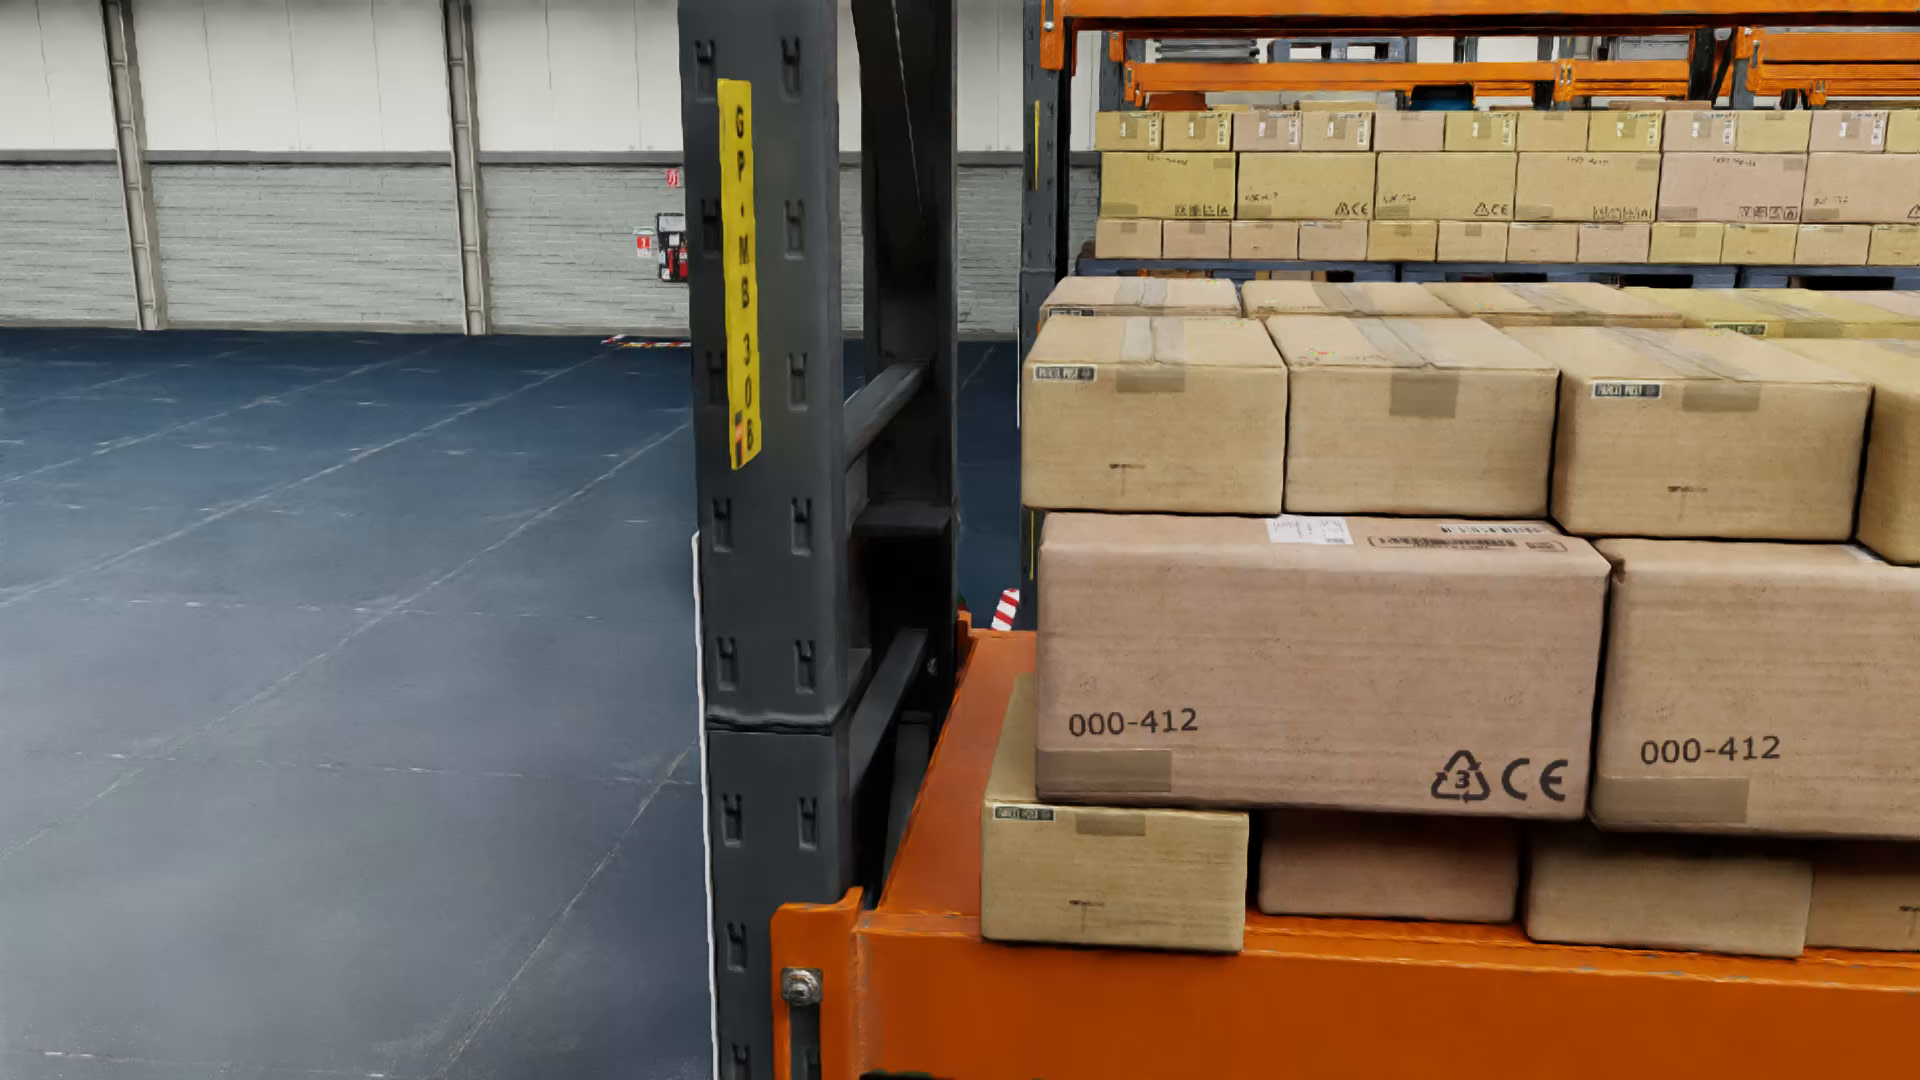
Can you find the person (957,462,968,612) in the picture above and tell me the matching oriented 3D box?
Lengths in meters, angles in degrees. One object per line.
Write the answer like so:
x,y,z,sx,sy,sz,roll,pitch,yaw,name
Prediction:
-0.282,-0.120,11.412,0.838,1.766,0.571,5,15,20,person
